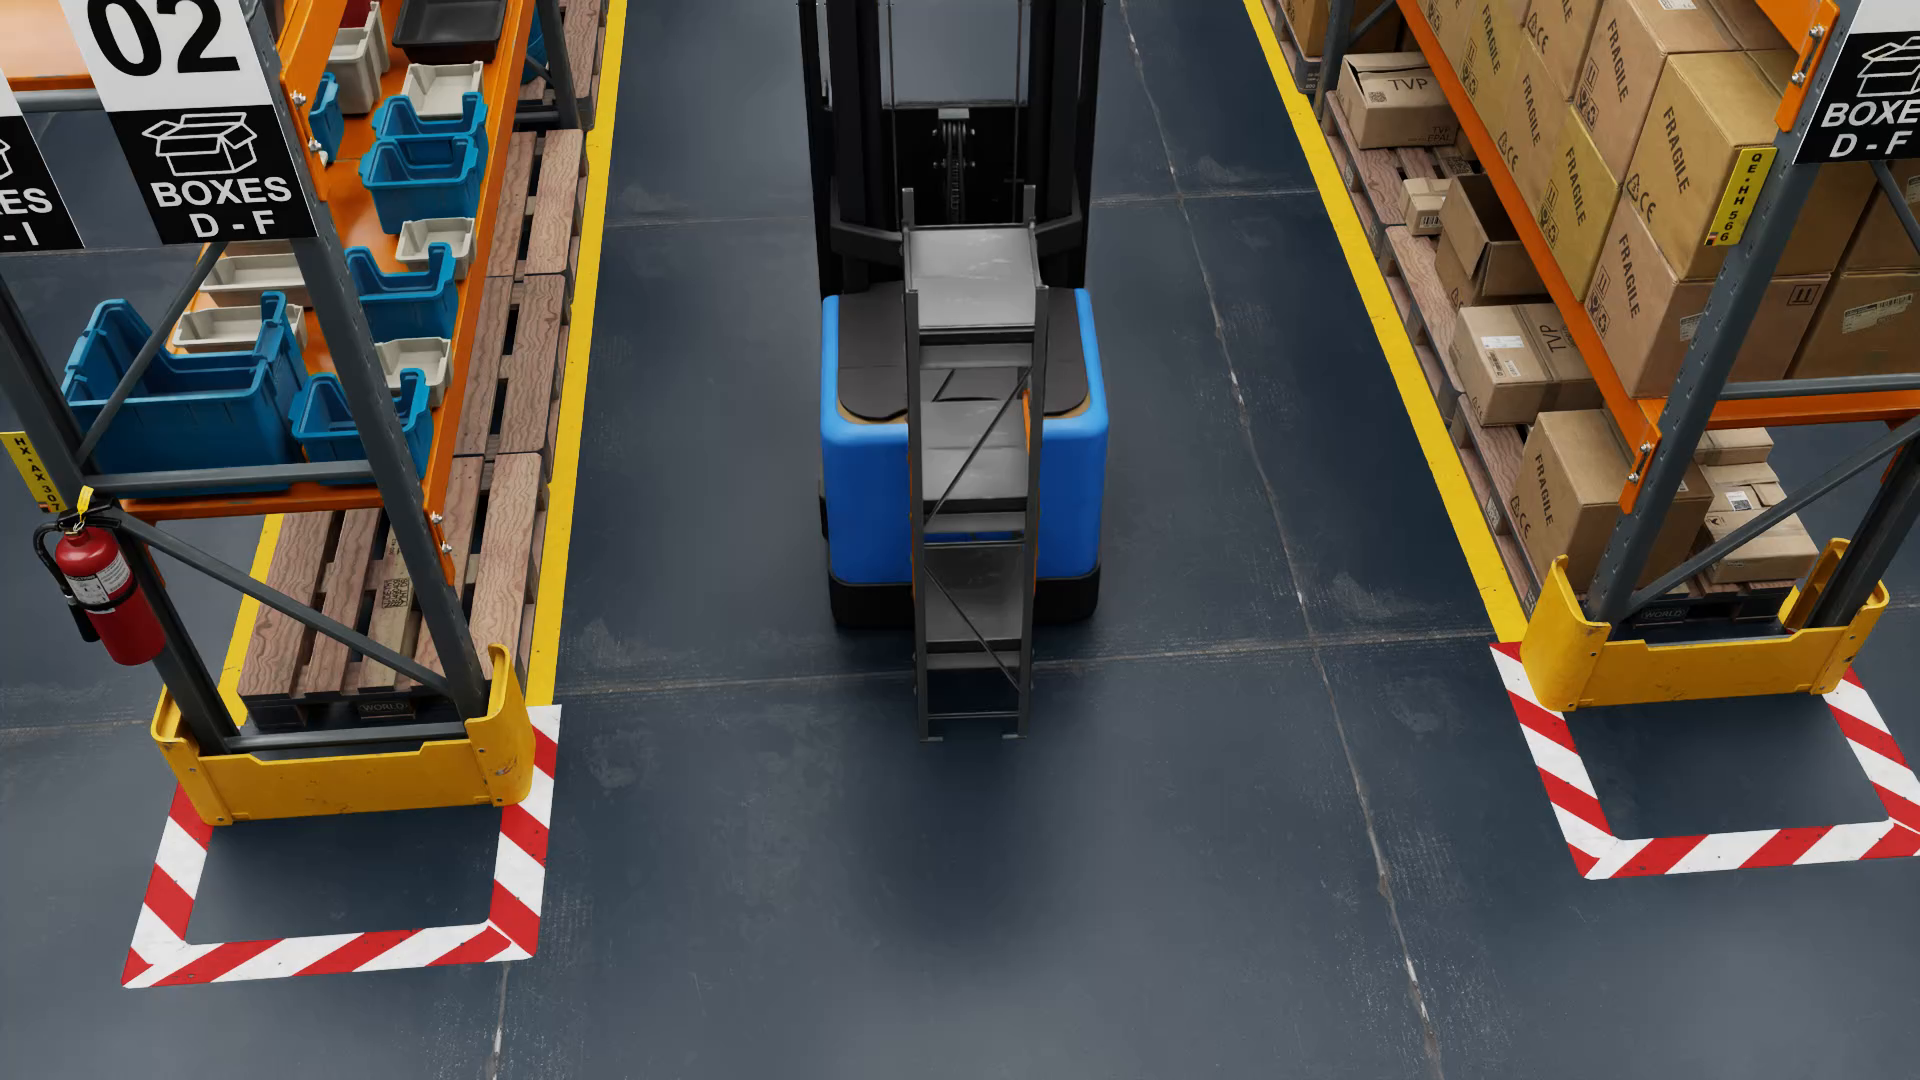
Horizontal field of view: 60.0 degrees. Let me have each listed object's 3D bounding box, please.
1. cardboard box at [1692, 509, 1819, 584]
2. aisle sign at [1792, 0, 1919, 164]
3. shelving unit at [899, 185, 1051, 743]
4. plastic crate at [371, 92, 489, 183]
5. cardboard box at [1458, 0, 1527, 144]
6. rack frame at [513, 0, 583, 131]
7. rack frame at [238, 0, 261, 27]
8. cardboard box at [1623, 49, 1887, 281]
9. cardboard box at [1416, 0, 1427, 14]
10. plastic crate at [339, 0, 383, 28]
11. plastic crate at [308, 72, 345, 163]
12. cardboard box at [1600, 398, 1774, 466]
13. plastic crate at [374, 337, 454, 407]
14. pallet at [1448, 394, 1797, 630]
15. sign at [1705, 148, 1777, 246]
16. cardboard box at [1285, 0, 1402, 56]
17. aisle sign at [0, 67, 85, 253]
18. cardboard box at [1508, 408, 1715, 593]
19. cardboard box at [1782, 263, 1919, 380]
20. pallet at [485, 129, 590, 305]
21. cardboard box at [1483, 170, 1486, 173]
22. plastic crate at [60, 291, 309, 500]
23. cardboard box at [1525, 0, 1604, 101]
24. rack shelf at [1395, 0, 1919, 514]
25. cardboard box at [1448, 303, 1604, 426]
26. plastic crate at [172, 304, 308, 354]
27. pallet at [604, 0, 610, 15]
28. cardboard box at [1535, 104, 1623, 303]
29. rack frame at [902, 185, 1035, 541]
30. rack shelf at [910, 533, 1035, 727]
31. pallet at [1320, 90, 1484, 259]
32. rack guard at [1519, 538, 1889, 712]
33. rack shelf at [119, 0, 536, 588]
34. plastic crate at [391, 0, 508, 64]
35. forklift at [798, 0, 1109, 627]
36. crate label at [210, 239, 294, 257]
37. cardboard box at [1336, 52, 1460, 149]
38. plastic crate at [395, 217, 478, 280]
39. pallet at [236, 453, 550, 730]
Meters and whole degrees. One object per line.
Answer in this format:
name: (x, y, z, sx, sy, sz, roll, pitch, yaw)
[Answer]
cardboard box: (3.079, 0.021, 6.461, 0.380, 0.149, 0.250, -3, 47, -3)
aisle sign: (2.472, -1.310, 4.271, 0.394, 0.787, 0.004, -3, 47, -3)
shelving unit: (0.038, -0.159, 5.591, 0.431, 2.100, 0.503, -2, 47, -2)
plastic crate: (-1.992, -1.518, 6.332, 0.416, 0.233, 0.300, -3, 47, -3)
cardboard box: (2.338, -1.927, 6.577, 0.500, 0.500, 0.500, -4, 47, -4)
rack frame: (-2.499, -3.080, 7.738, 1.000, 3.000, 0.127, -3, 47, -3)
rack frame: (-2.164, -2.249, 2.819, 1.000, 3.000, 0.127, -3, 47, -3)
cardboard box: (2.461, -1.168, 5.169, 0.500, 0.500, 0.500, -4, 47, -4)
cardboard box: (2.254, -2.657, 7.268, 0.500, 0.500, 0.500, -3, 47, -3)
plastic crate: (-2.674, -2.462, 7.066, 0.402, 0.464, 0.583, -3, 47, -3)
plastic crate: (-2.592, -1.619, 6.428, 0.416, 0.233, 0.300, -3, 47, -3)
cardboard box: (2.967, -0.463, 6.849, 0.500, 0.250, 0.500, -3, 47, -3)
plastic crate: (-1.801, -0.552, 5.483, 0.250, 0.136, 0.298, -3, 47, -3)
pallet: (2.698, -0.157, 6.890, 1.003, 0.211, 1.213, -3, 47, -3)
sign: (2.217, -0.972, 4.726, 0.100, 0.325, 0.005, -3, 47, -3)
cardboard box: (2.110, -3.010, 9.090, 0.500, 0.500, 0.500, -4, 47, -4)
aisle sign: (-2.450, -1.010, 3.987, 0.394, 0.787, 0.004, -3, 47, -3)
cardboard box: (2.481, -0.155, 6.386, 0.500, 0.500, 0.500, -3, 47, -3)
cardboard box: (2.997, -0.856, 5.562, 0.500, 0.500, 0.500, -3, 47, -2)
pallet: (-2.399, -1.592, 8.249, 1.003, 0.211, 1.213, -3, 47, -3)
cardboard box: (2.830, -1.668, 7.949, 0.500, 0.311, 0.500, -3, 47, -3)
plastic crate: (-2.379, -0.450, 5.181, 0.616, 0.435, 0.499, -3, 47, -3)
cardboard box: (2.369, -1.908, 5.870, 0.500, 0.500, 0.500, -2, 47, -2)
rack shelf: (2.604, -1.684, 6.911, 1.077, 0.370, 4.000, -3, 47, -3)
cardboard box: (2.431, -0.758, 7.129, 0.500, 0.250, 0.500, -3, 47, -3)
plastic crate: (-2.413, -0.695, 5.619, 0.396, 0.136, 0.243, -3, 47, -3)
pallet: (-2.628, -3.567, 10.119, 1.003, 0.211, 1.213, -3, 47, -3)
cardboard box: (2.416, -1.201, 5.890, 0.500, 0.500, 0.500, -3, 47, -3)
rack frame: (0.027, -0.336, 5.758, 0.400, 2.100, 0.015, -2, 47, -2)
rack shelf: (0.038, 0.332, 6.109, 0.431, 0.518, 0.480, -2, 47, -2)
pallet: (2.494, -1.923, 8.562, 1.003, 0.211, 1.213, -3, 47, -3)
rack guard: (2.766, 0.320, 6.239, 1.175, 0.500, 0.348, -3, 47, -3)
rack shelf: (-2.332, -1.386, 6.628, 1.077, 0.370, 4.000, -3, 47, -3)
plastic crate: (-2.138, -2.213, 7.064, 0.437, 0.125, 0.590, -3, 47, -3)
forklift: (-0.044, -1.731, 6.507, 1.130, 2.935, 3.031, -2, 47, -2)
crate label: (-2.471, -1.106, 6.008, 0.396, 0.136, 0.243, -3, 47, -3)
cardboard box: (2.257, -2.288, 8.537, 0.500, 0.311, 0.500, -3, 47, -3)
plastic crate: (-1.858, -1.043, 5.948, 0.250, 0.136, 0.298, -3, 47, -3)
pallet: (-2.195, 0.174, 6.577, 1.003, 0.211, 1.213, -3, 47, -3)
